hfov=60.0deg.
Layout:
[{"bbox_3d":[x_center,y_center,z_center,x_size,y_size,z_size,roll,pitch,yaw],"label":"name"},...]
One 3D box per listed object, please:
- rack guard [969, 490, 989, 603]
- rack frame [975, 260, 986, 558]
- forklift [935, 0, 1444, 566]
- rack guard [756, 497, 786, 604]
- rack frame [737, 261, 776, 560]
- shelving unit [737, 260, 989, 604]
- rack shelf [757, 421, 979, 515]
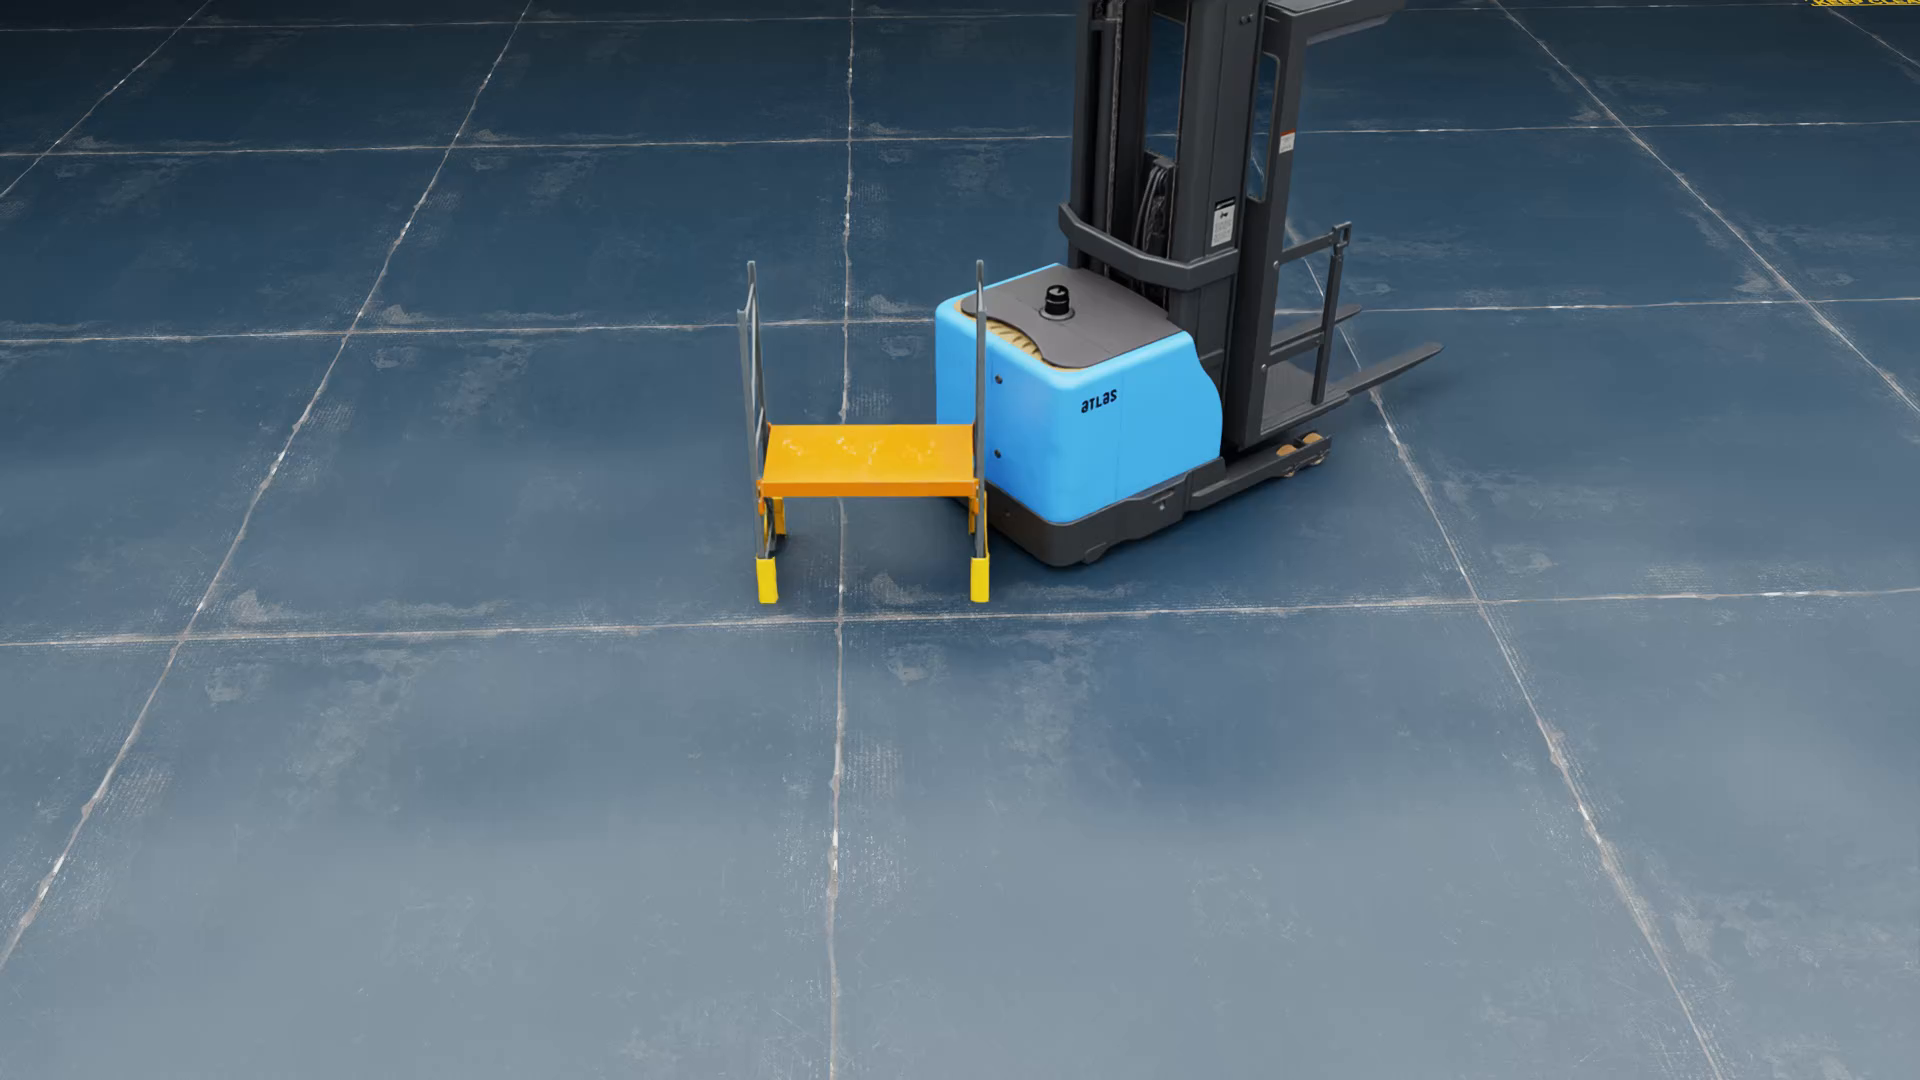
[{"bbox_3d":[0.090,0.025,7.995,0.087,0.250,0.587,0,35,-1],"label":"rack guard"},{"bbox_3d":[0.092,-0.489,7.639,0.032,1.500,0.500,0,35,-1],"label":"rack frame"},{"bbox_3d":[1.347,-1.753,8.208,3.031,2.935,1.130,-23,41,-30],"label":"forklift"},{"bbox_3d":[-0.906,0.031,7.986,0.087,0.250,0.587,0,35,-1],"label":"rack guard"},{"bbox_3d":[-0.925,-0.483,7.630,0.032,1.500,0.500,0,35,-1],"label":"rack frame"},{"bbox_3d":[-0.408,-0.486,7.635,1.083,1.500,0.587,0,35,-1],"label":"shelving unit"},{"bbox_3d":[-0.417,-0.338,7.737,1.000,0.185,0.538,0,35,-1],"label":"rack shelf"}]
